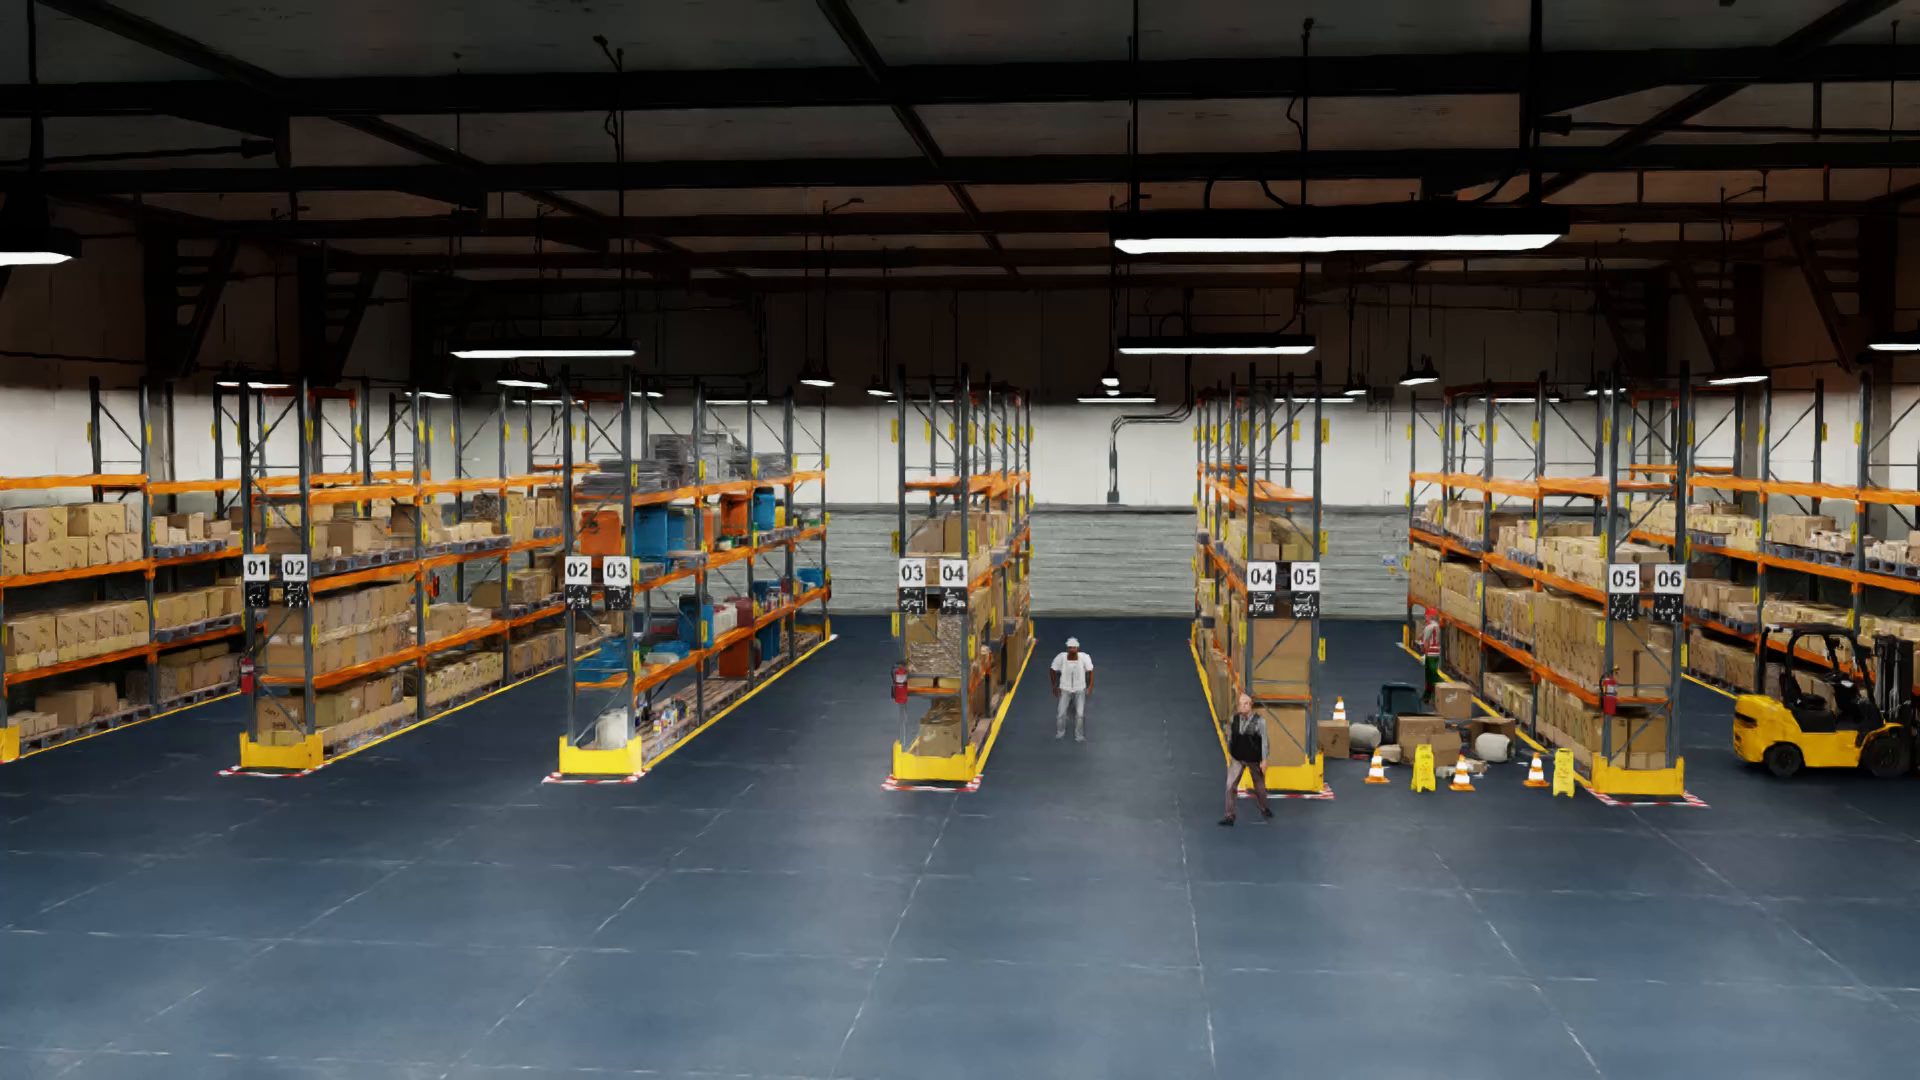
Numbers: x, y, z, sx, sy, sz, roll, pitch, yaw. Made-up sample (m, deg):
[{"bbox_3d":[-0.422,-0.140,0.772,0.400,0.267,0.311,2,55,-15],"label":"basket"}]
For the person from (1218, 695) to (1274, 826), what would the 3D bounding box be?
[{"bbox_3d":[3.691,2.807,21.320,0.576,1.676,0.962,2,4,28],"label":"person"}]

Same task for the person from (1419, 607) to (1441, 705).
[{"bbox_3d":[8.657,2.122,30.742,0.581,1.784,0.666,2,4,29],"label":"person"}]

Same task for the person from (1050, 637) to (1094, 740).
[{"bbox_3d":[1.817,2.421,27.008,0.719,1.714,0.575,0,4,4],"label":"person"}]
